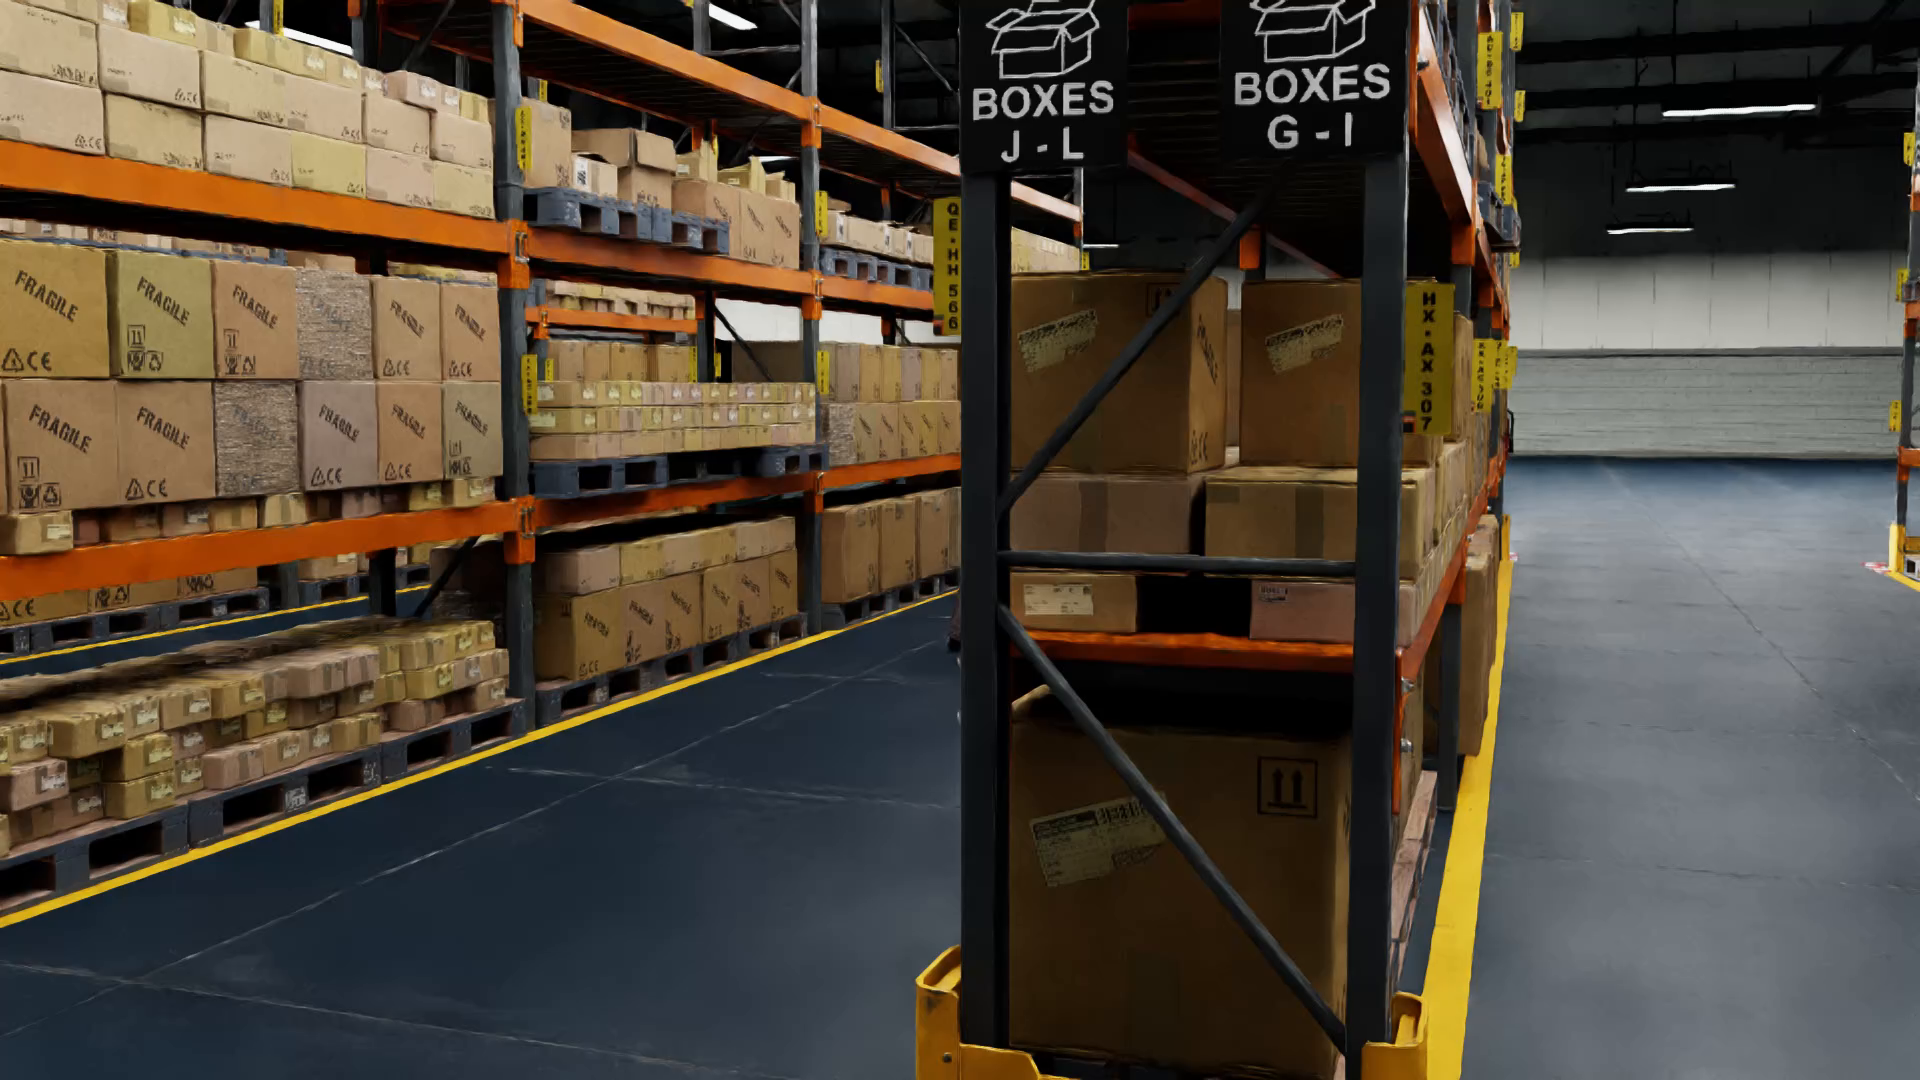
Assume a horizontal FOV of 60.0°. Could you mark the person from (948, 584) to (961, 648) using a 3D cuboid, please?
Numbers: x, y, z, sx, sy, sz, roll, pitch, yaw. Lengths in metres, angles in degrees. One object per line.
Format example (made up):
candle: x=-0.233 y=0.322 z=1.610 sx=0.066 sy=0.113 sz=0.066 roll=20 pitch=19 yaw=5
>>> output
person: x=0.281 y=-0.047 z=12.321 sx=0.599 sy=1.687 sz=0.800 roll=3 pitch=6 yaw=29
